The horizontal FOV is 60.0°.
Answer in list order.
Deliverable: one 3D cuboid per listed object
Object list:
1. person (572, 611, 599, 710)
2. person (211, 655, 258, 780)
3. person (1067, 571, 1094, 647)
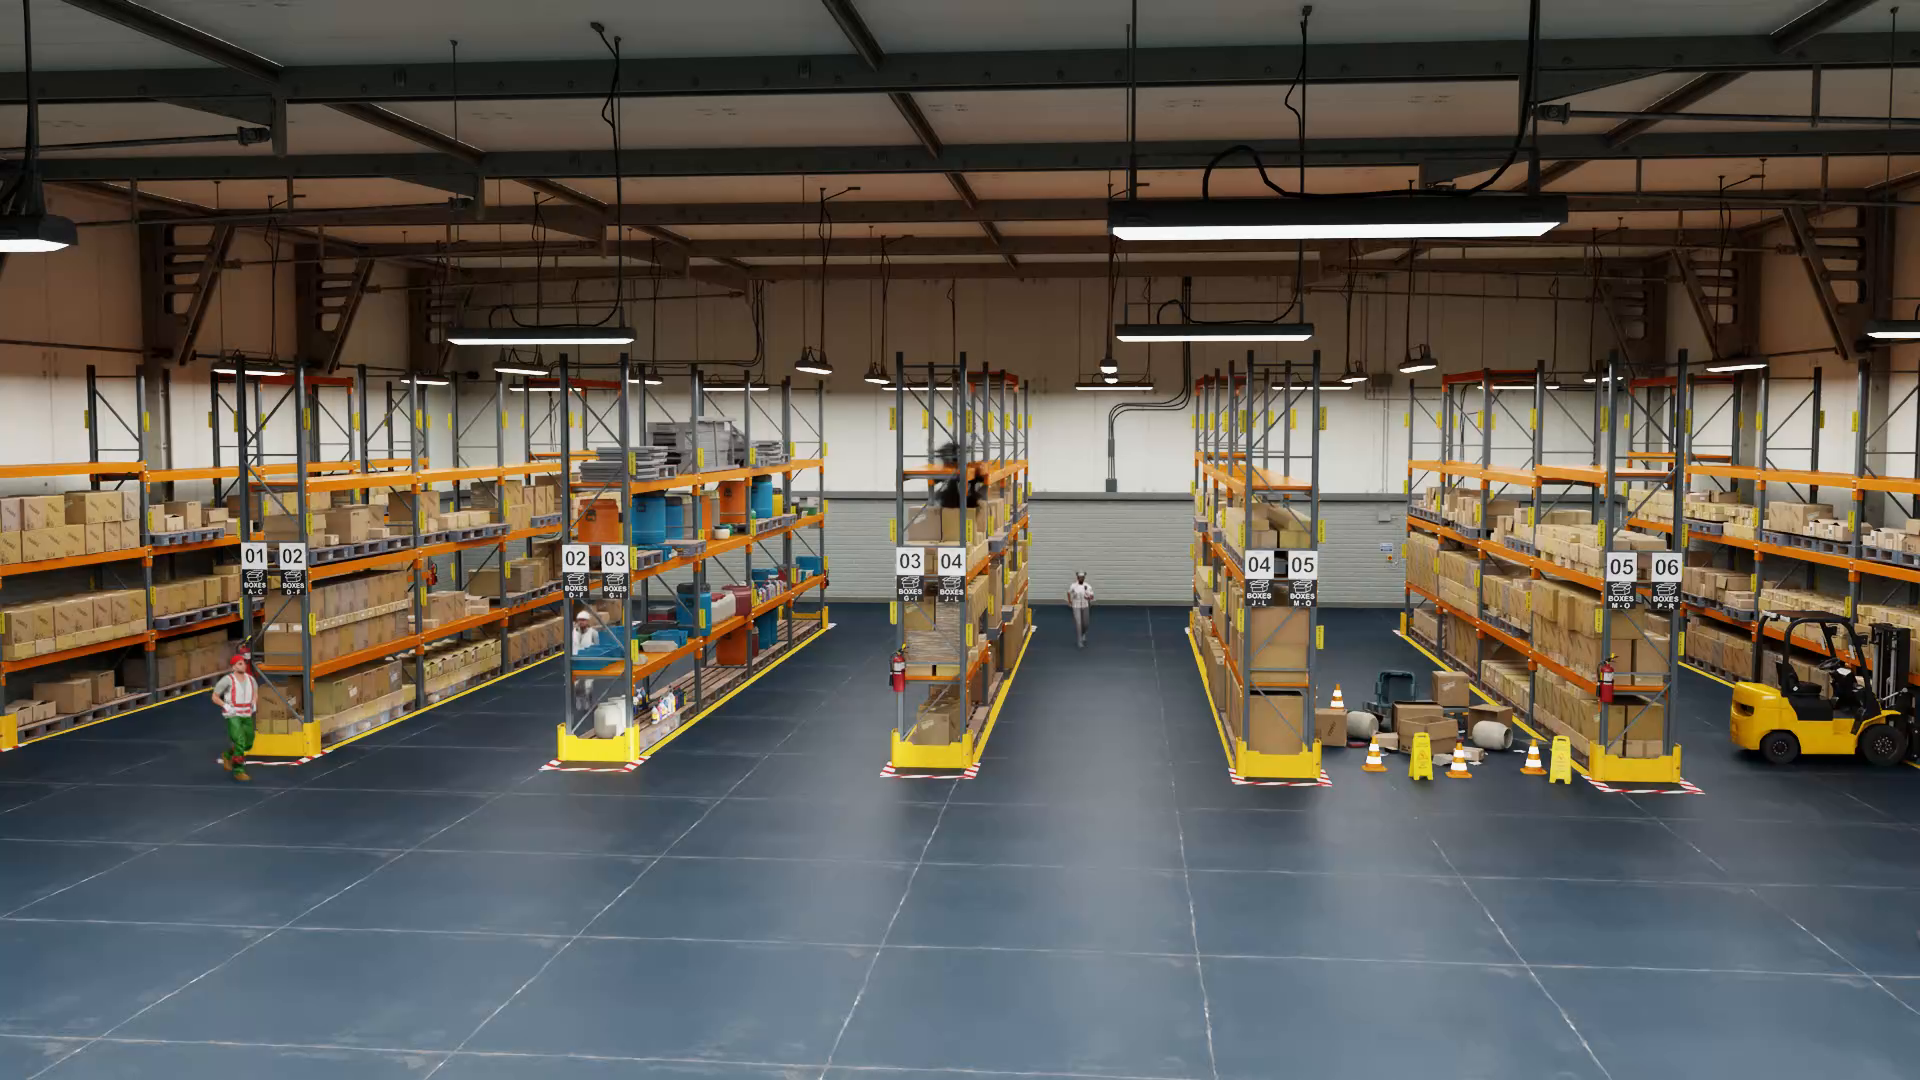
[{"bbox_3d":[-6.492,2.088,28.594,0.630,1.728,0.733,0,4,-1],"label":"person"},{"bbox_3d":[-10.191,2.488,23.450,0.678,1.757,0.674,3,5,33],"label":"person"},{"bbox_3d":[2.689,1.519,37.063,0.583,1.663,0.904,0,4,-3],"label":"person"}]
